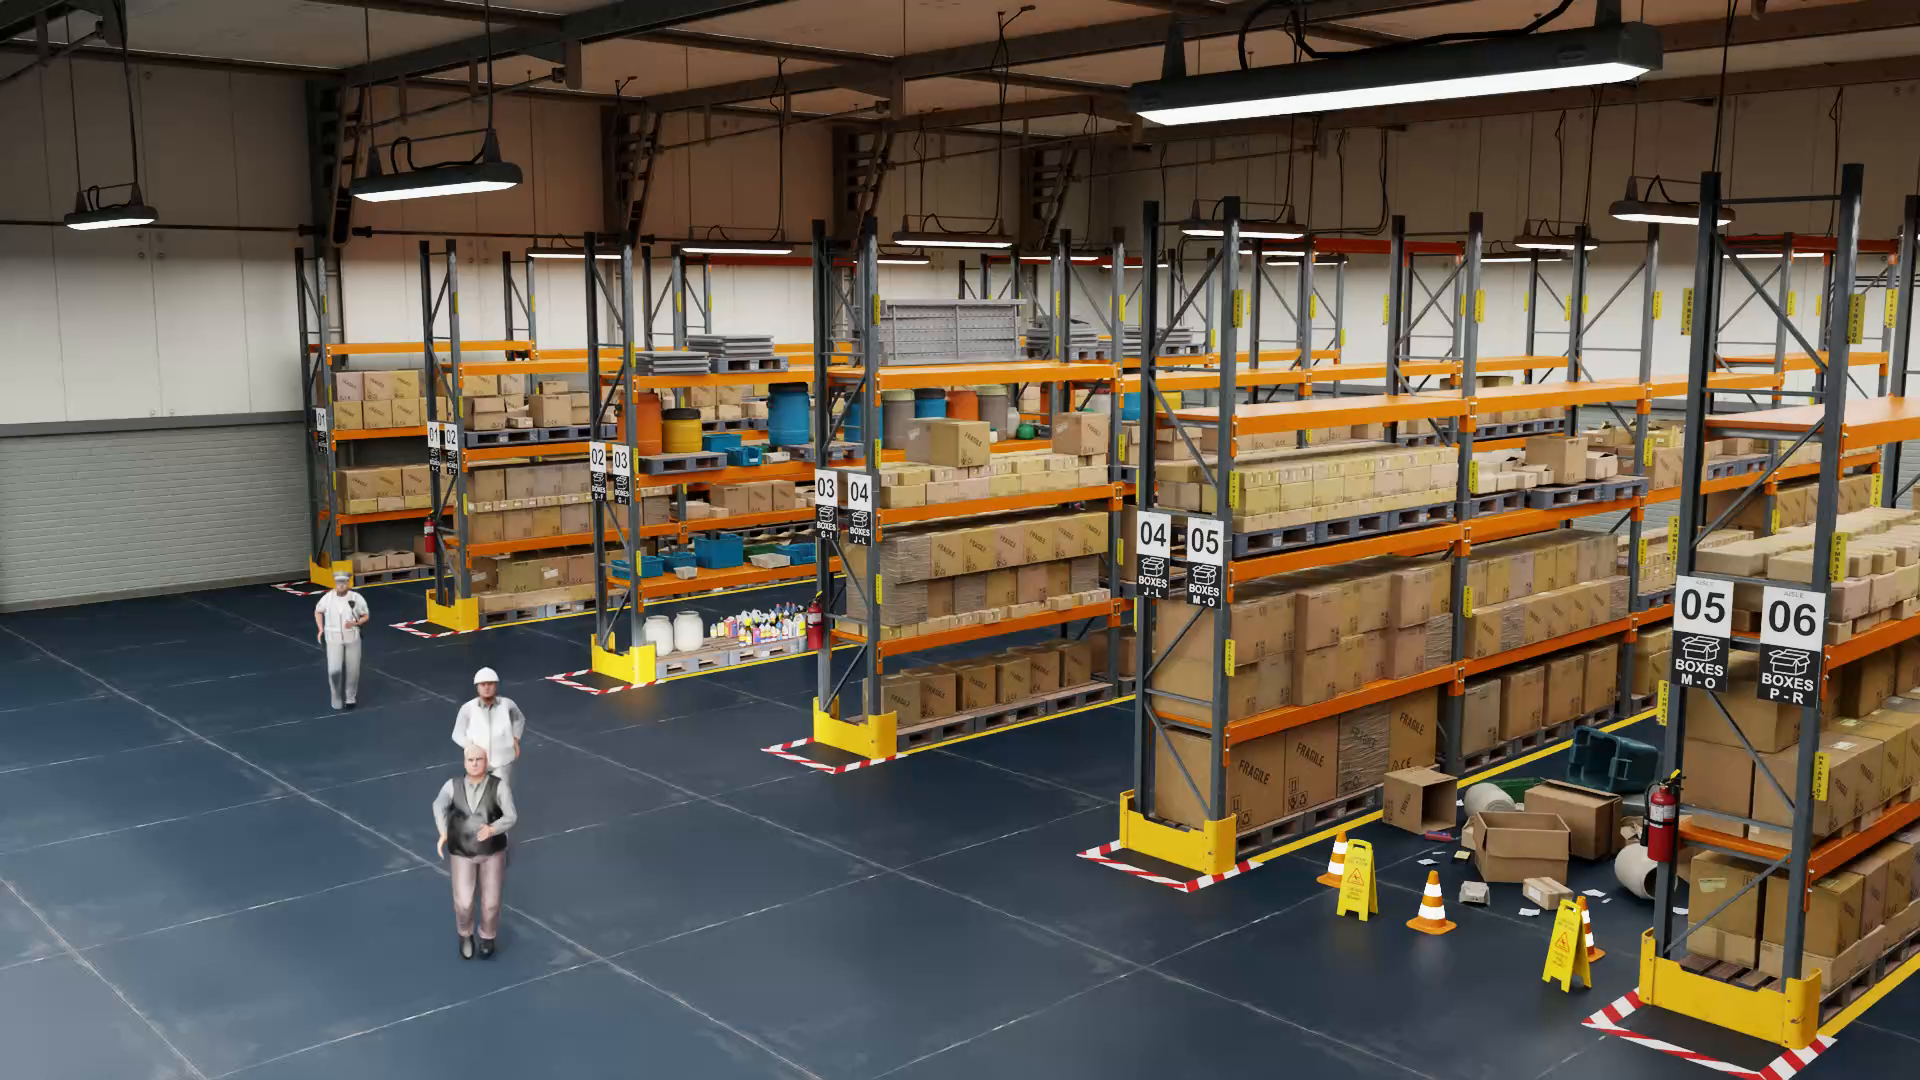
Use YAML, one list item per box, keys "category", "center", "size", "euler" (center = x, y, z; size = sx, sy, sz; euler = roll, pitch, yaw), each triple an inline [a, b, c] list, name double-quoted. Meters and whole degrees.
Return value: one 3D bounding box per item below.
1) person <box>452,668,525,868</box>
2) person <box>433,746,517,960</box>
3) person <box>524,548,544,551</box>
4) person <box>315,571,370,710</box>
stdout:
- category: "person"
  center: [-4.332, 2.050, 15.353]
  size: [0.661, 1.769, 0.936]
  euler: [-3, 9, -18]
- category: "person"
  center: [-3.750, 2.478, 12.897]
  size: [0.634, 1.617, 0.663]
  euler: [-2, 9, -15]
- category: "person"
  center: [-7.347, 0.062, 28.983]
  size: [0.812, 1.769, 0.692]
  euler: [-6, 10, -37]
- category: "person"
  center: [-7.708, 1.260, 20.785]
  size: [0.645, 1.774, 0.664]
  euler: [-3, 9, -19]
